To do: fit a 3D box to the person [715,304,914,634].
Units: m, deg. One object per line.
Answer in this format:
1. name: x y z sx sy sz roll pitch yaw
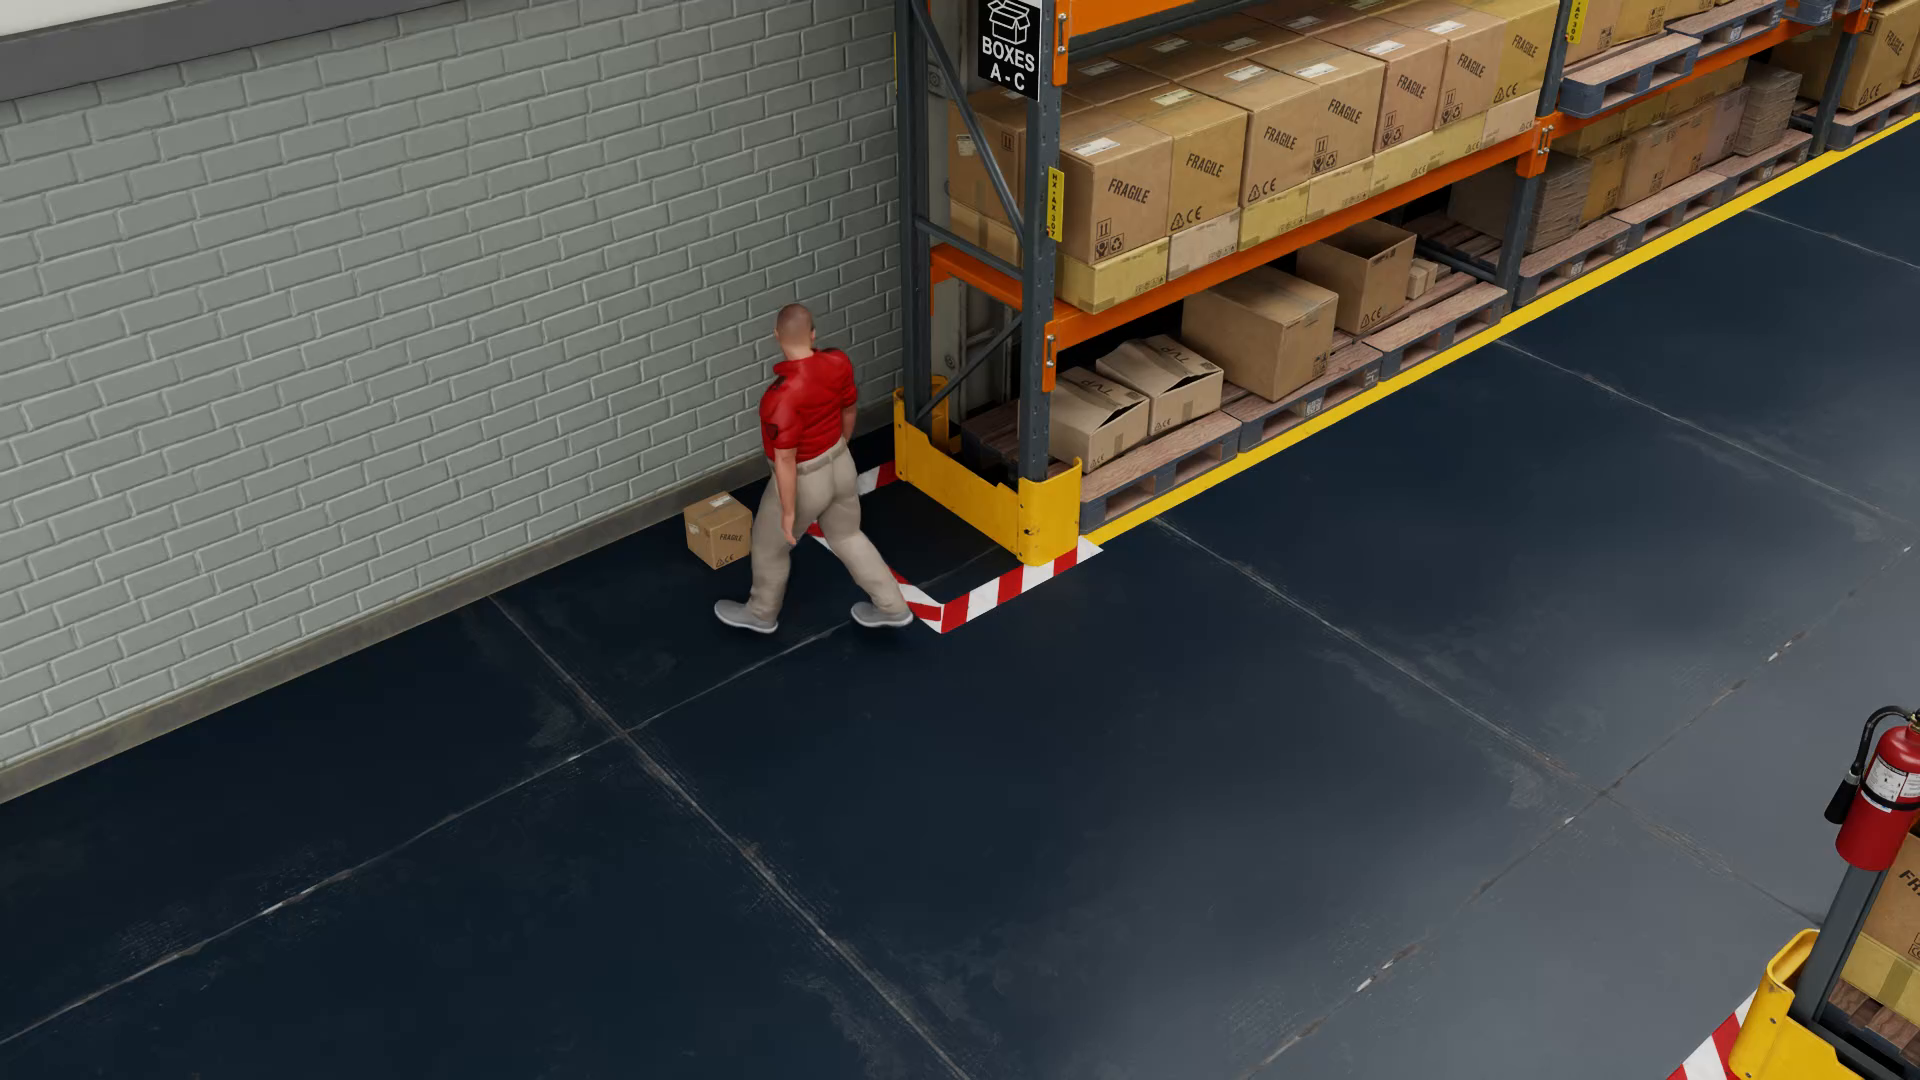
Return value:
1. person: -0.686 -0.286 7.491 0.886 1.696 0.576 23 41 28
